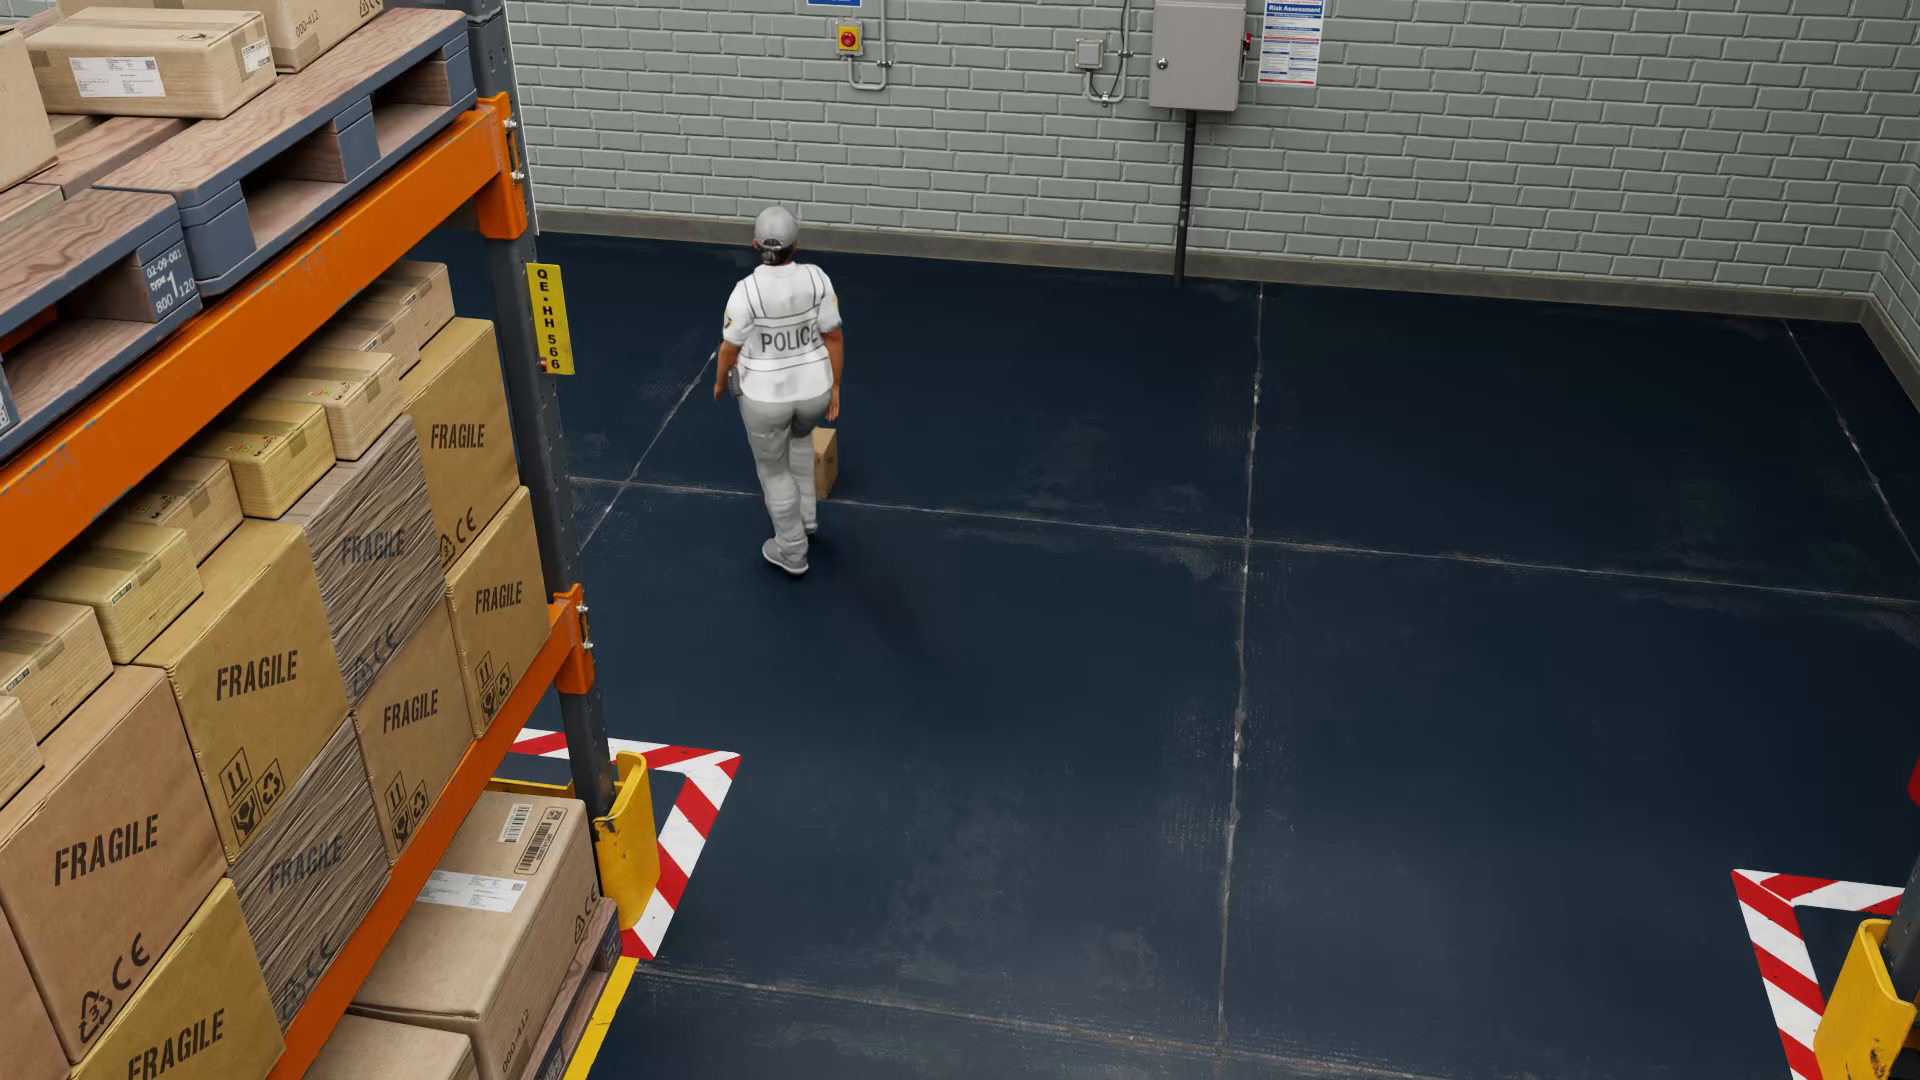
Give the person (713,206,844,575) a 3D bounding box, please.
[{"bbox_3d":[-0.779,-0.618,7.138,0.493,1.730,0.465,-20,38,-28],"label":"person"}]
